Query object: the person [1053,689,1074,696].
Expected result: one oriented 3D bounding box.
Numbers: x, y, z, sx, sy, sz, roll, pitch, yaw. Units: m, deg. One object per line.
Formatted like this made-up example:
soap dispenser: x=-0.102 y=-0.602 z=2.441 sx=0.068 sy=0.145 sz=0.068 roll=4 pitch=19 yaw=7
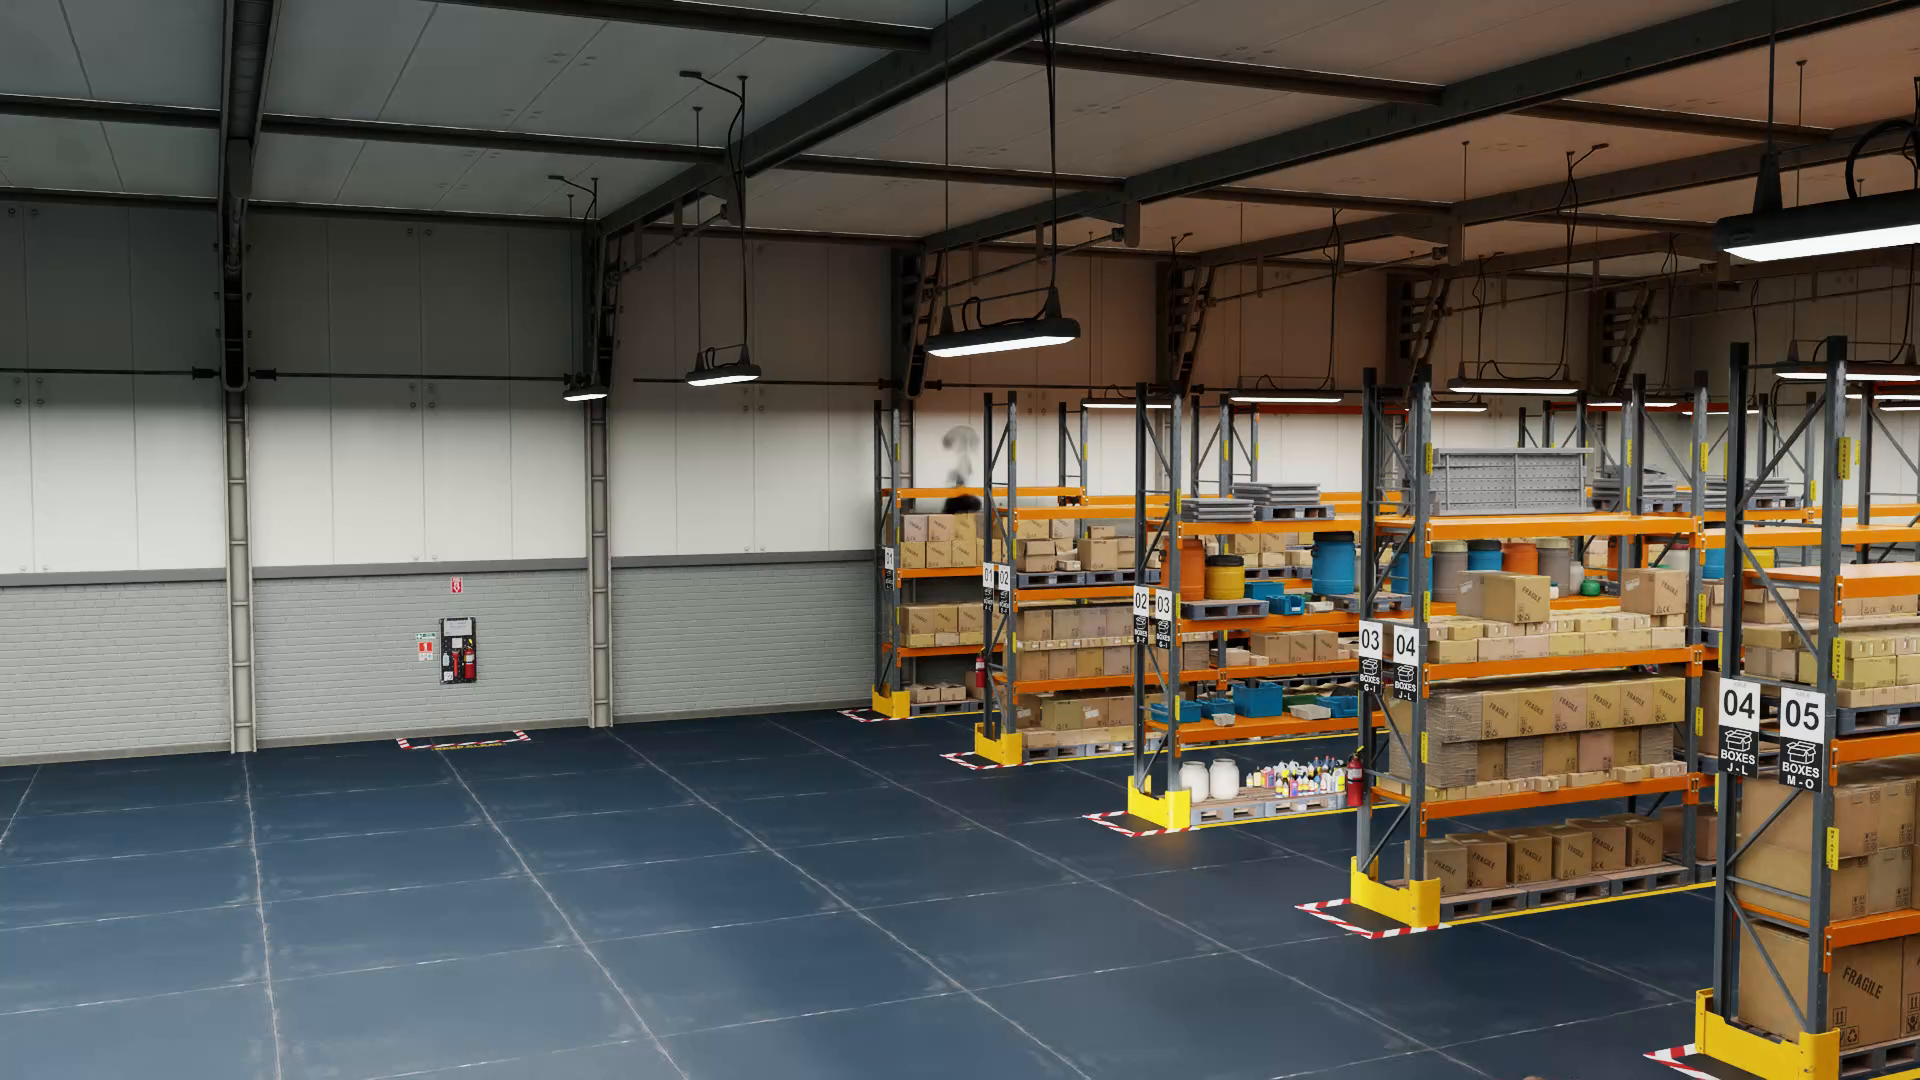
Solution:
person: x=1.835 y=2.618 z=29.490 sx=0.733 sy=1.685 sz=0.689 roll=-2 pitch=4 yaw=-33
